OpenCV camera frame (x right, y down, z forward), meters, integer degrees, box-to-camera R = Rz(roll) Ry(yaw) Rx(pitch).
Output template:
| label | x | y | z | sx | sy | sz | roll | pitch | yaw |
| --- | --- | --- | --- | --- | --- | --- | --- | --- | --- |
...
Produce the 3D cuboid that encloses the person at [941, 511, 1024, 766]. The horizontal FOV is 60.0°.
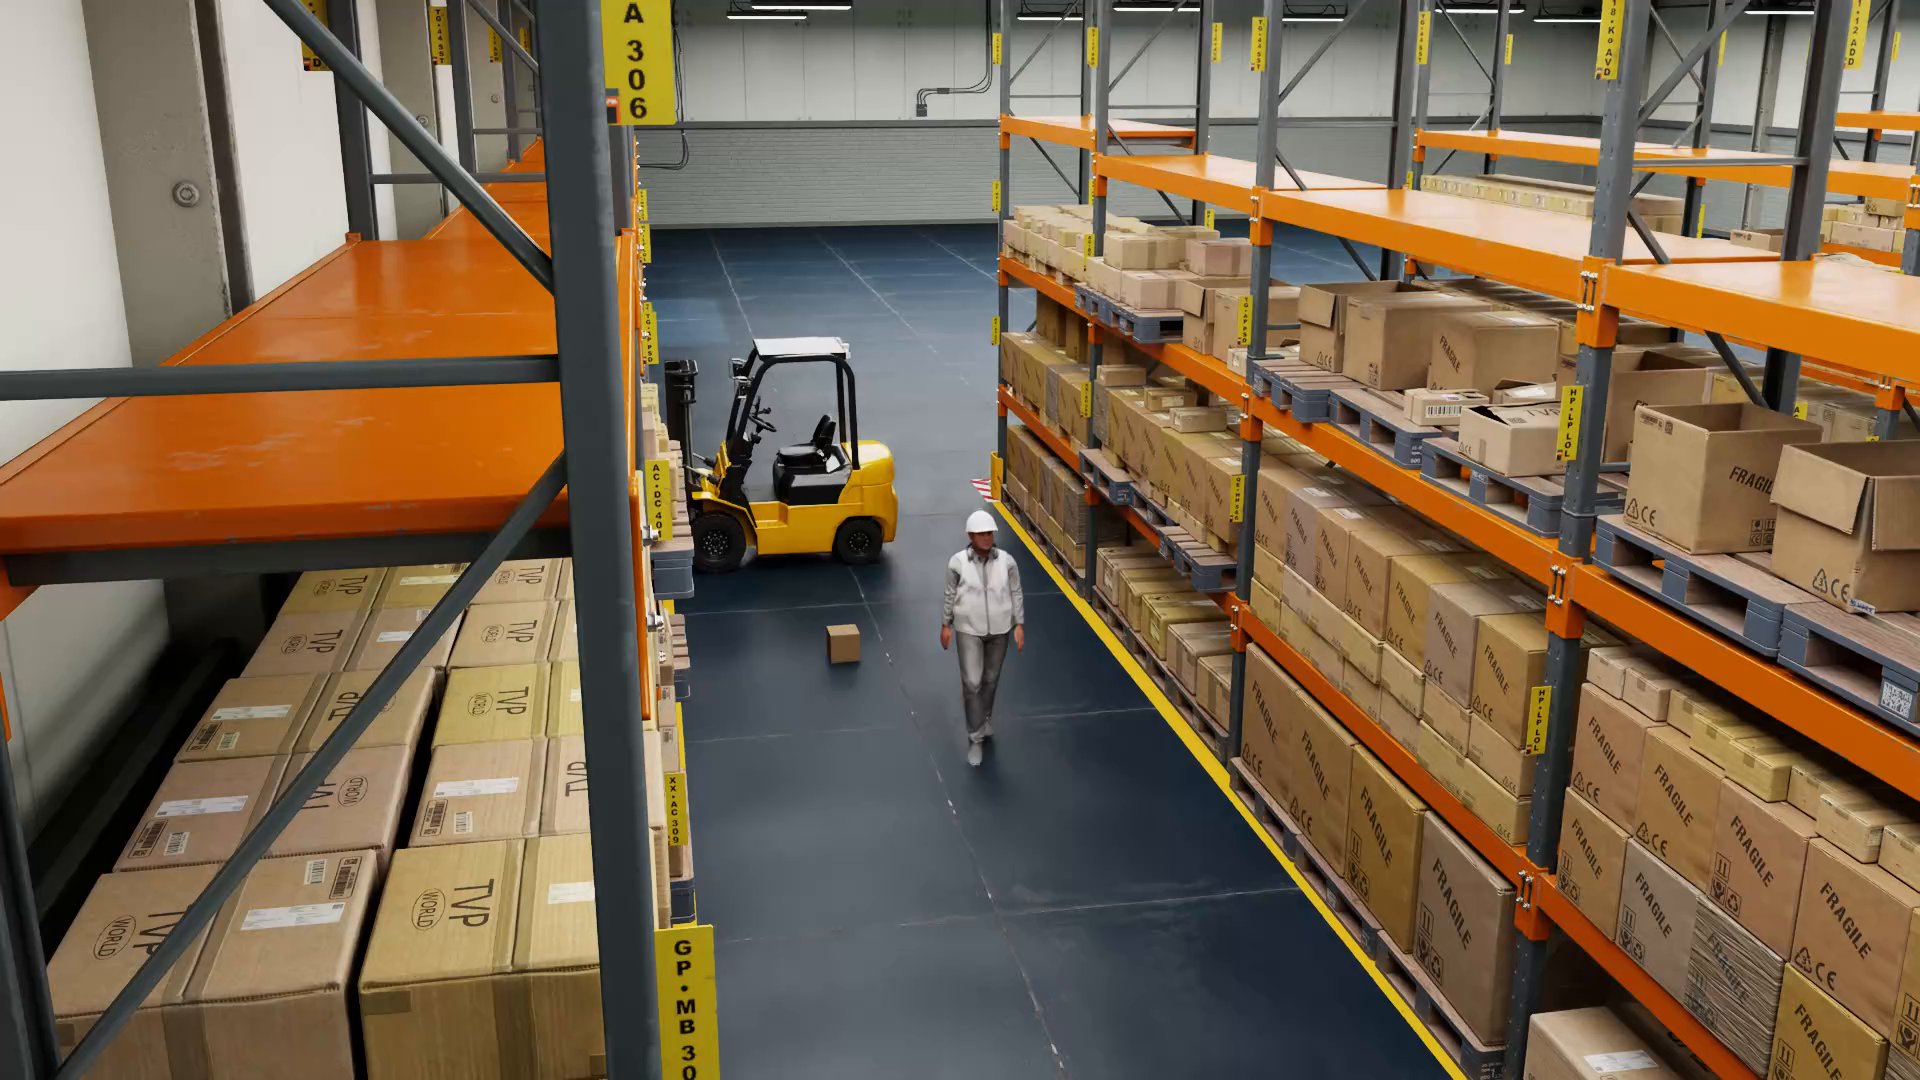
| label | x | y | z | sx | sy | sz | roll | pitch | yaw |
| --- | --- | --- | --- | --- | --- | --- | --- | --- | --- |
| person | 0.185 | 0.691 | 12.154 | 0.584 | 1.818 | 0.715 | -4 | 17 | -13 |
